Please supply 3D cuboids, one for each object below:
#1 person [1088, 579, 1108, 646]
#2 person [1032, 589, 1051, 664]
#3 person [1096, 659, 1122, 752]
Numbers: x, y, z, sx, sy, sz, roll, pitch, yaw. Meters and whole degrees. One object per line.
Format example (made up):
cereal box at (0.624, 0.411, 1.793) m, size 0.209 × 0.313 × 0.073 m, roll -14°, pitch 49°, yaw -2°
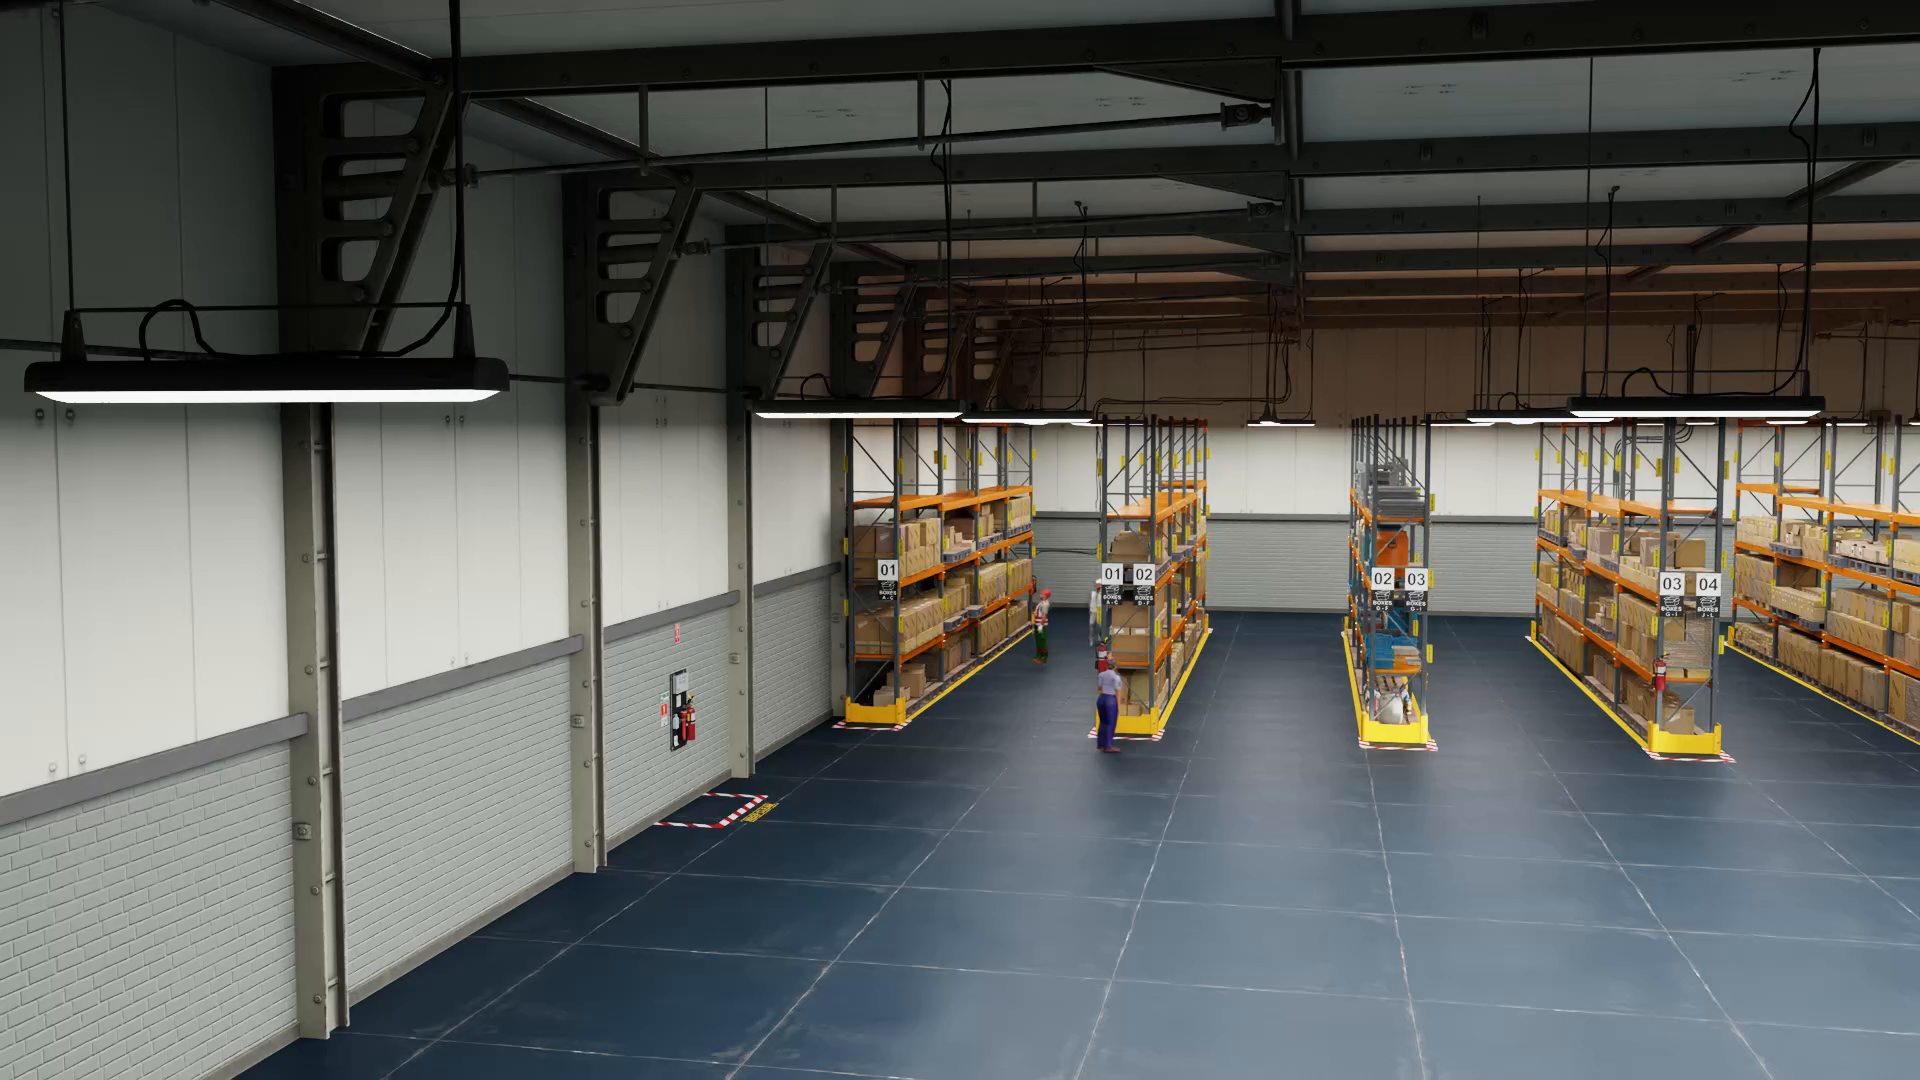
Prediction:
person at (3.694, 1.918, 44.319) m, size 0.584 × 1.756 × 0.983 m, roll 1°, pitch 4°, yaw 14°
person at (1.952, 2.072, 40.084) m, size 0.427 × 1.780 × 0.617 m, roll -1°, pitch 4°, yaw -18°
person at (2.654, 2.933, 29.524) m, size 0.367 × 1.660 × 0.496 m, roll -4°, pitch 5°, yaw -43°
